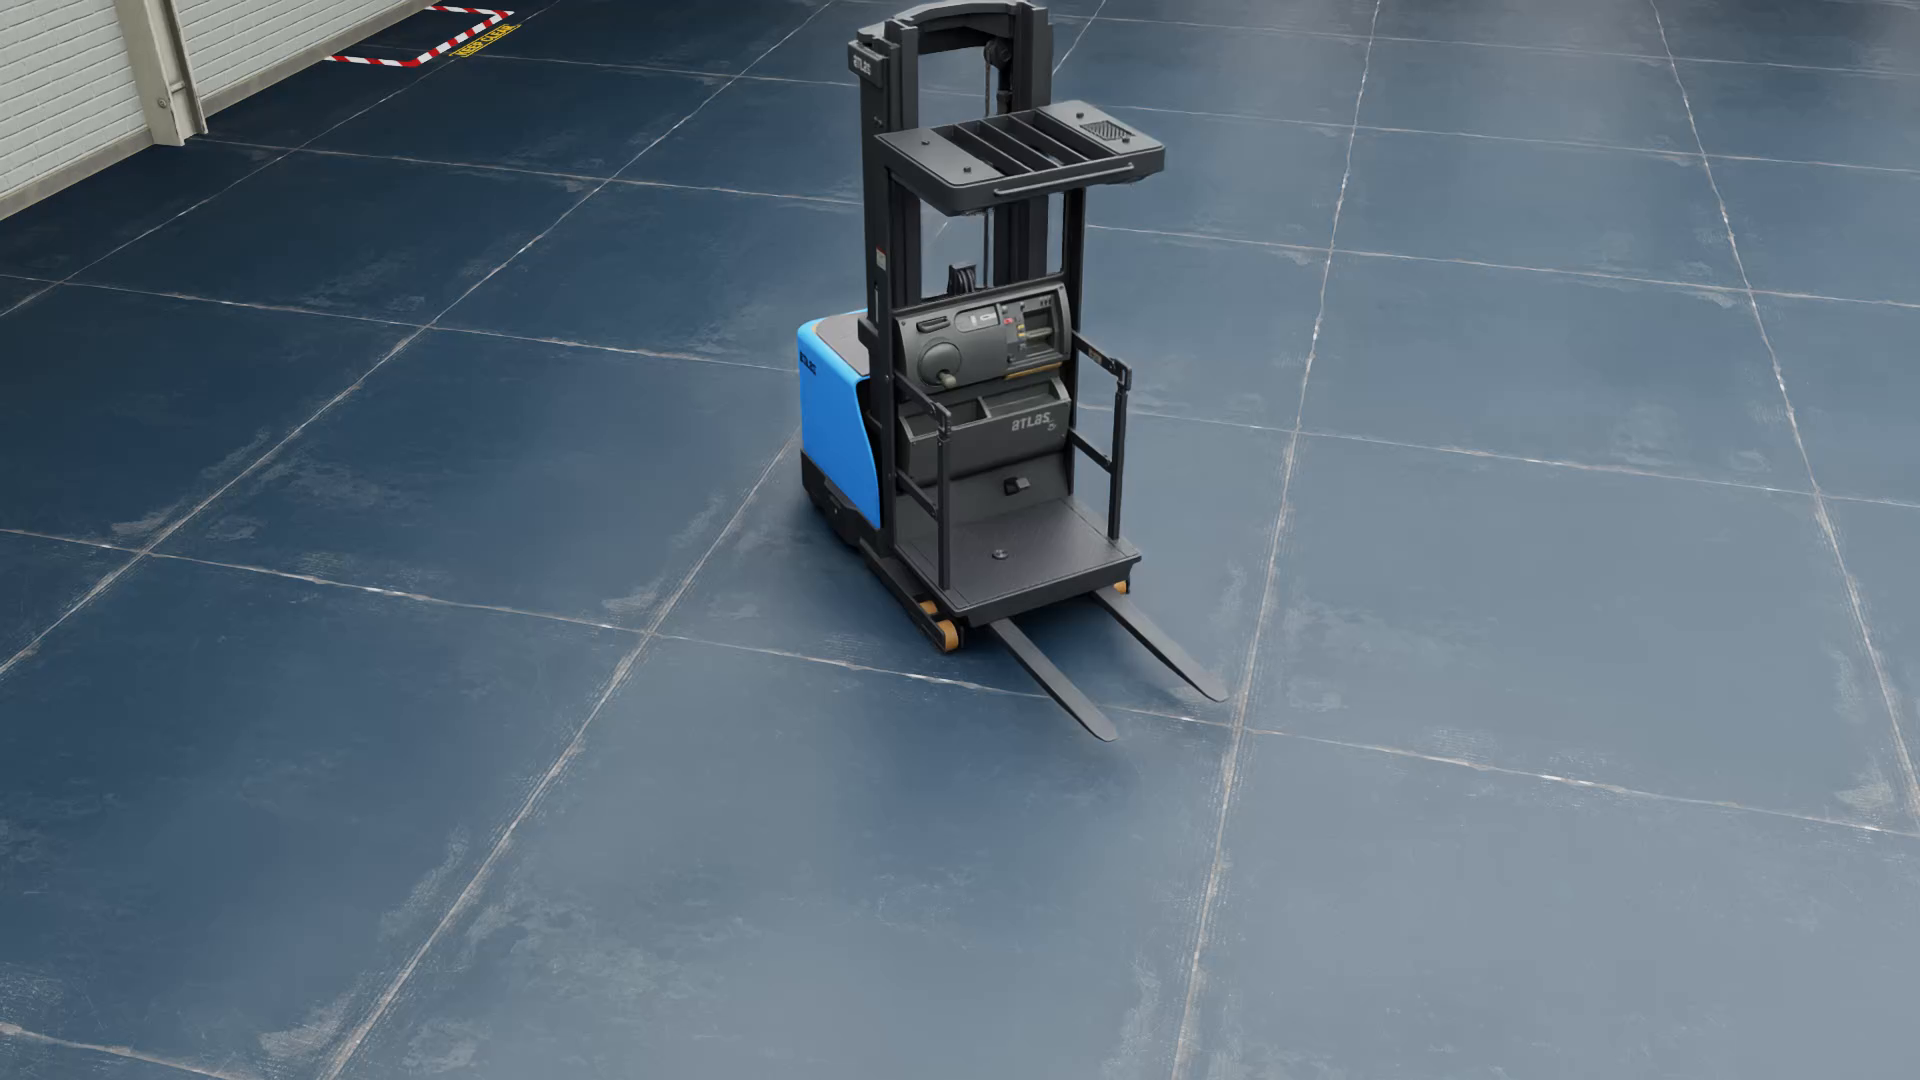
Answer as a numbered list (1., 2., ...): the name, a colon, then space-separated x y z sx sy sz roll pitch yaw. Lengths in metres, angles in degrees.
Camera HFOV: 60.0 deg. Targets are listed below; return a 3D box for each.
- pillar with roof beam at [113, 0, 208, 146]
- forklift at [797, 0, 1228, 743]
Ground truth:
1. pillar with roof beam: -2.841 -6.825 11.599 9.100 9.000 0.400 8 33 12
2. forklift: 0.231 -0.947 8.008 1.130 2.935 3.031 -16 36 -24
